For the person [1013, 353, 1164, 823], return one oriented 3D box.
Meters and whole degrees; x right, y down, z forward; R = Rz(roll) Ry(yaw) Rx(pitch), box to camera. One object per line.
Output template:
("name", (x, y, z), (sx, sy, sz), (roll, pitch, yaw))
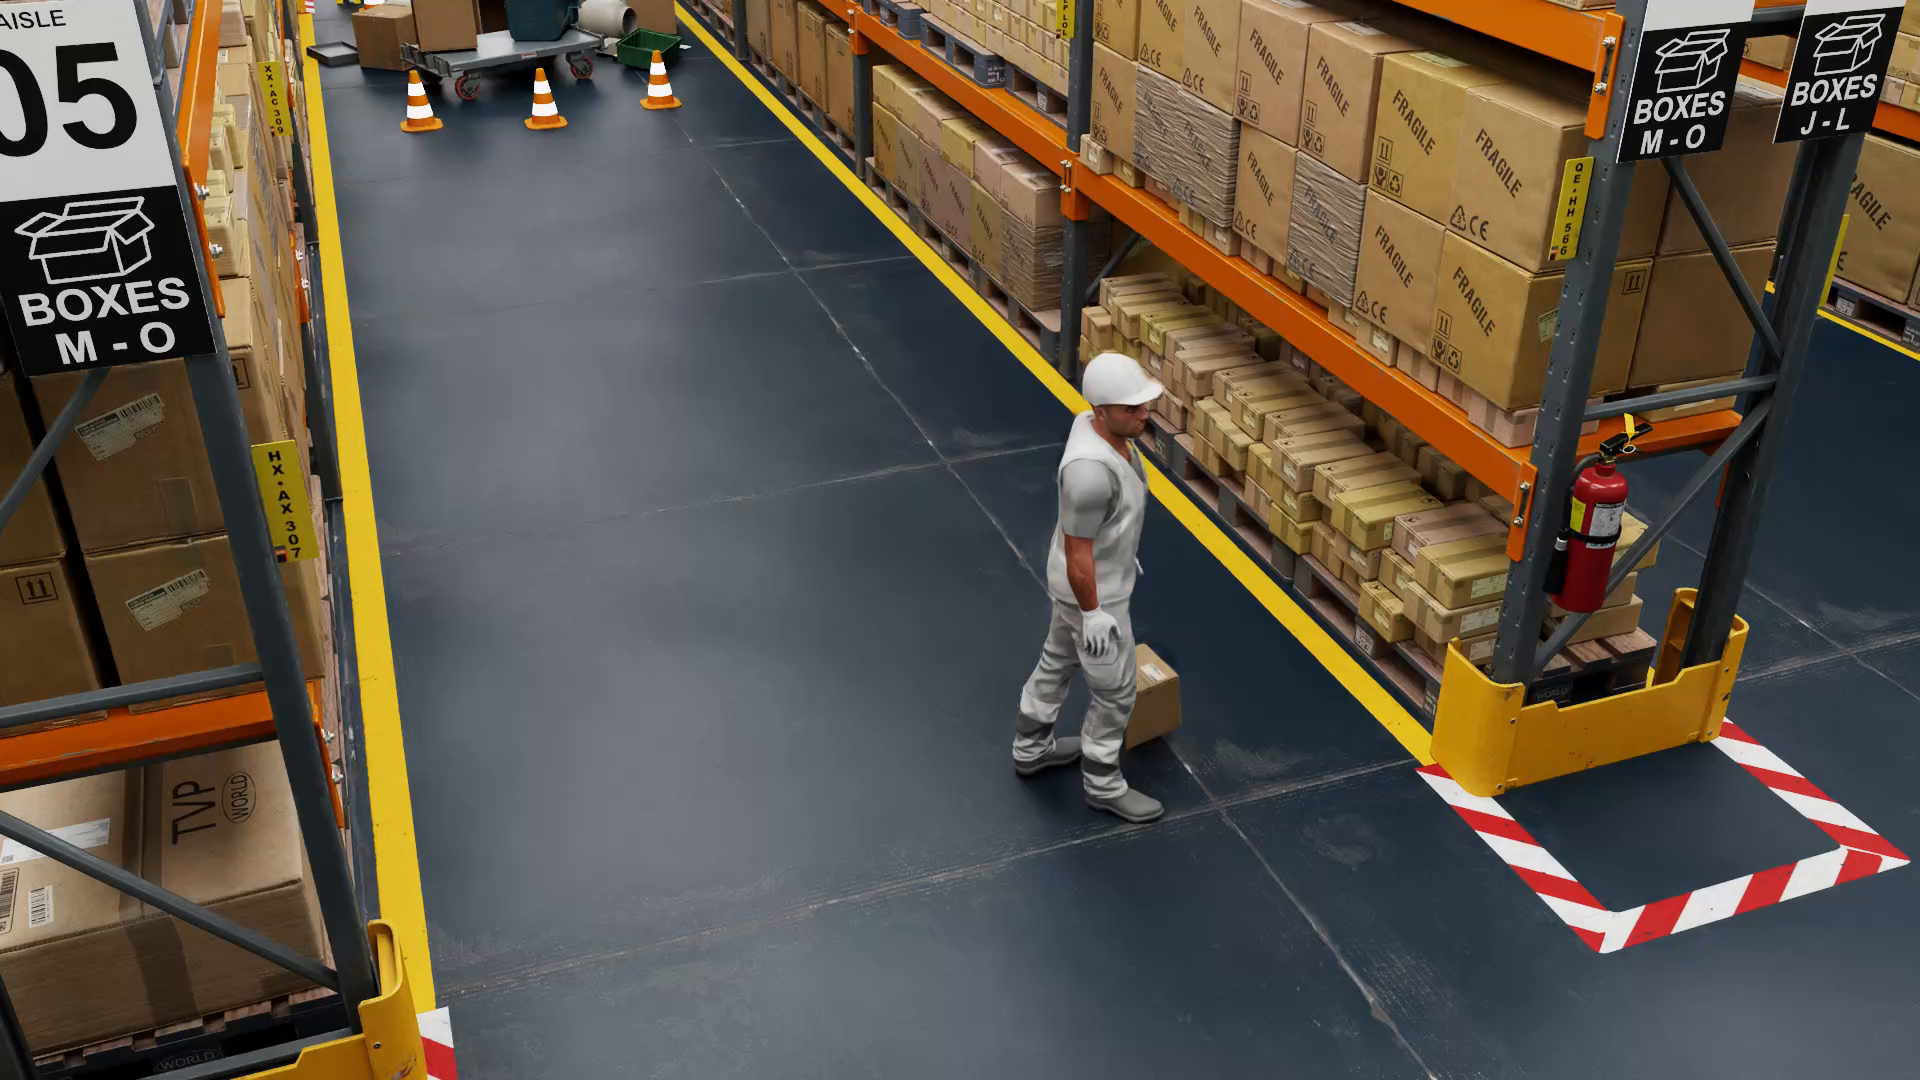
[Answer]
("person", (0.478, 0.162, 5.820), (0.581, 1.786, 0.540), (4, 30, 6))
